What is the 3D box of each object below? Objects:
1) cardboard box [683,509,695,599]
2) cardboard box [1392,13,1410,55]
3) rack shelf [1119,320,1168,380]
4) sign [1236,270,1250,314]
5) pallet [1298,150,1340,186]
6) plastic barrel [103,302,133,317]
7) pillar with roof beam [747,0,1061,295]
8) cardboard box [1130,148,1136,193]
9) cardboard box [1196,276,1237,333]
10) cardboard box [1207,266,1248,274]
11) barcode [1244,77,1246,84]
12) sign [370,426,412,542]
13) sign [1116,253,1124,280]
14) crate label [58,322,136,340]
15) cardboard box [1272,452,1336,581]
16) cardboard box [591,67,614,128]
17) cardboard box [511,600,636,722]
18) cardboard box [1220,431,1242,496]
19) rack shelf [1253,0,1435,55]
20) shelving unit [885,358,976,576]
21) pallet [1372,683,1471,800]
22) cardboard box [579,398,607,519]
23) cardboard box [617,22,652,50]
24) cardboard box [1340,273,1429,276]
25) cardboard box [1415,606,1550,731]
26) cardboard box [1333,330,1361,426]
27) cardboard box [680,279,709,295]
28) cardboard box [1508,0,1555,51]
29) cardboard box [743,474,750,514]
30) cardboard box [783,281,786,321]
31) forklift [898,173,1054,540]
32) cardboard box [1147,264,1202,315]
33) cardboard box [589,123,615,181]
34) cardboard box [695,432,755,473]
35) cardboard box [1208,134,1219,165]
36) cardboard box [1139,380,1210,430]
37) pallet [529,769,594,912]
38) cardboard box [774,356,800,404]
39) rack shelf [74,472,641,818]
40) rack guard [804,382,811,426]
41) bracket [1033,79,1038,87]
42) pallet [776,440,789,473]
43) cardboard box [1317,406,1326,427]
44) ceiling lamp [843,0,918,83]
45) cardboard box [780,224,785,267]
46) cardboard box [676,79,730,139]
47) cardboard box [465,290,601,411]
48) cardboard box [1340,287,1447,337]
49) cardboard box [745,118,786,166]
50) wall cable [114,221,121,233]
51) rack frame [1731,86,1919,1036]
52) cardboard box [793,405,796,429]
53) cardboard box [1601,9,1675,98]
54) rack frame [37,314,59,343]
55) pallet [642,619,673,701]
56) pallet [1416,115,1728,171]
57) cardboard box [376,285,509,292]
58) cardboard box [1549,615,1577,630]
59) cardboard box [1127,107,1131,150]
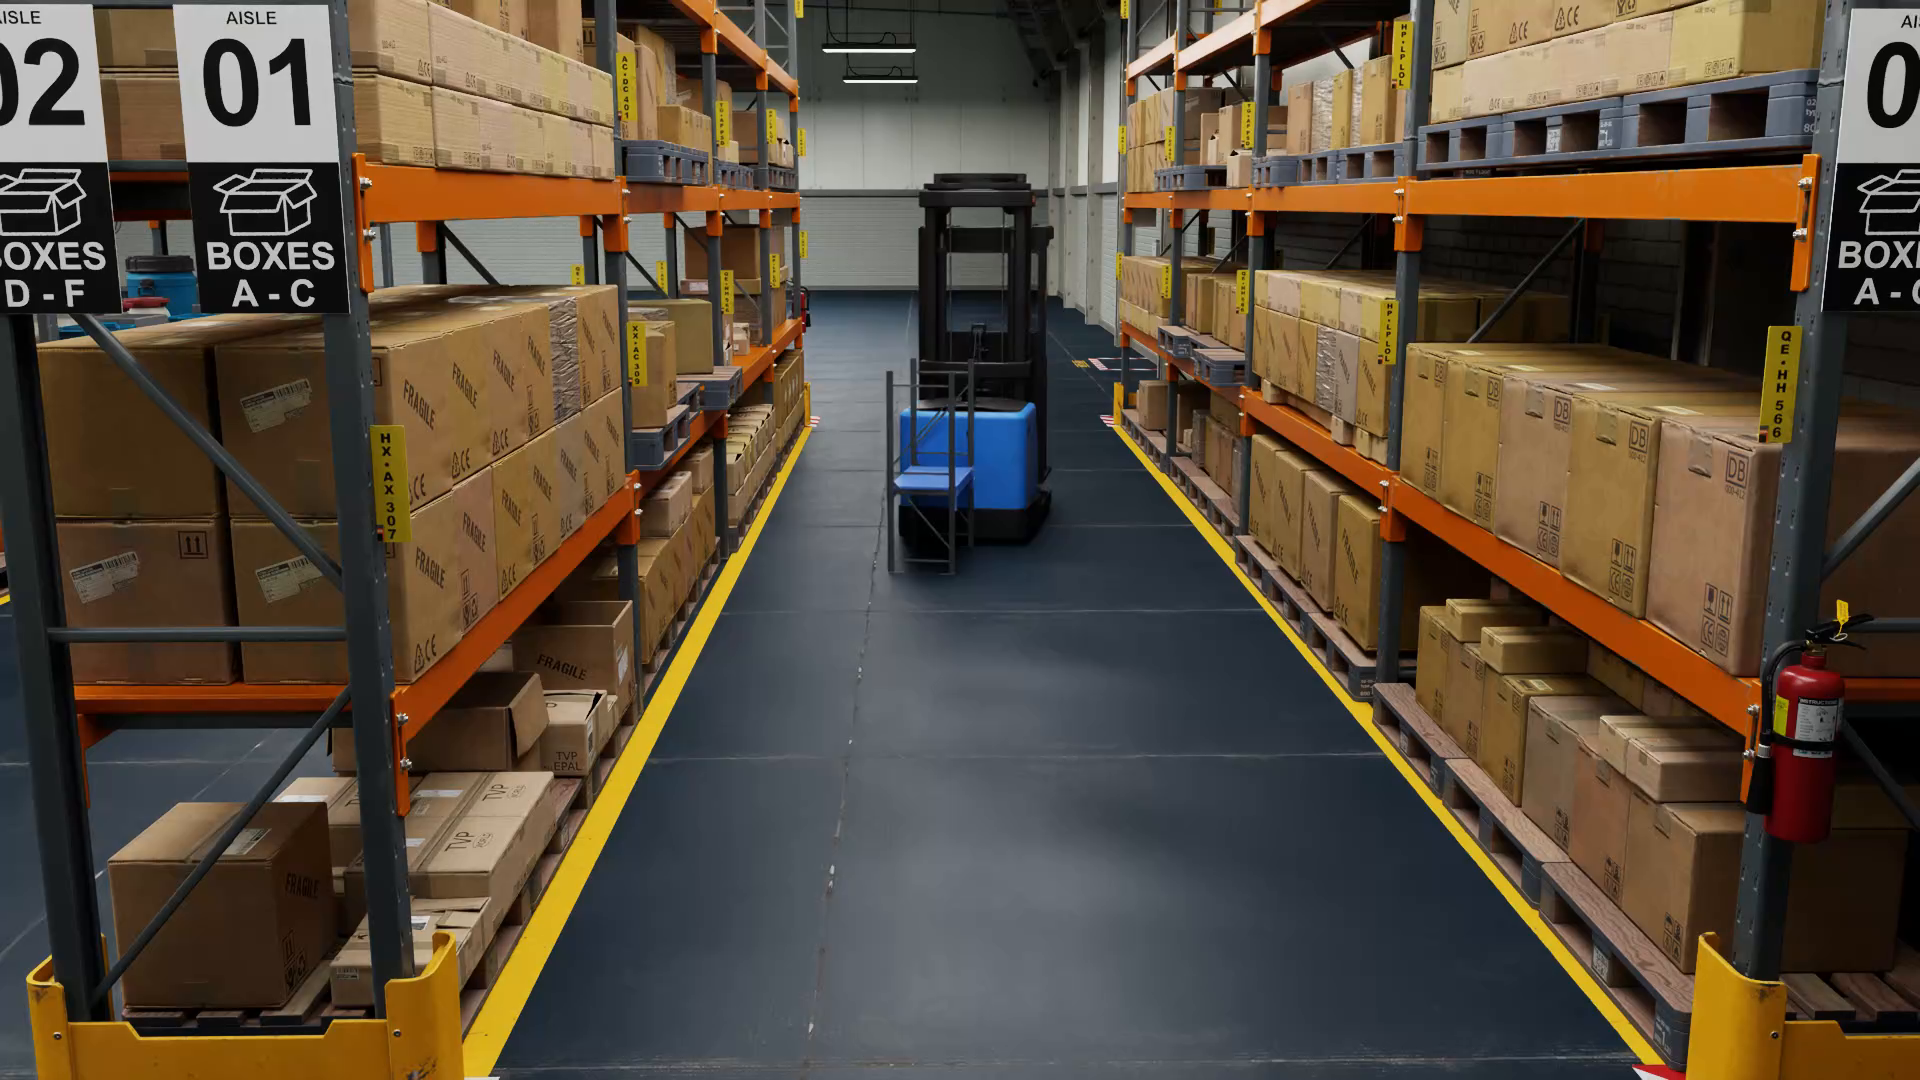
[{"bbox_3d":[-2.003,0.084,10.782,0.500,0.500,0.500,-1,11,-3],"label":"cardboard box"},{"bbox_3d":[2.838,-2.931,9.673,0.500,0.250,0.500,-1,11,-3],"label":"cardboard box"},{"bbox_3d":[2.545,-2.179,18.564,1.077,0.370,4.000,0,11,-1],"label":"rack shelf"},{"bbox_3d":[2.126,-1.863,12.486,0.100,0.325,0.005,0,11,-1],"label":"sign"},{"bbox_3d":[2.761,-2.366,10.609,1.003,0.211,1.213,0,11,1],"label":"pallet"},{"bbox_3d":[-7.503,-1.823,14.658,0.433,0.535,0.433,0,11,0],"label":"plastic barrel"},{"bbox_3d":[-1.541,-11.679,48.495,9.100,9.000,0.548,0,11,-1],"label":"pillar with roof beam"},{"bbox_3d":[2.236,-4.283,19.282,0.500,0.500,0.500,1,11,3],"label":"cardboard box"},{"bbox_3d":[2.567,-2.186,15.432,0.700,0.500,0.500,1,12,5],"label":"cardboard box"},{"bbox_3d":[2.785,-2.532,16.936,0.500,0.500,0.500,-1,11,-2],"label":"cardboard box"},{"bbox_3d":[2.987,-4.813,17.416,0.001,0.075,0.075,0,11,-1],"label":"barcode"},{"bbox_3d":[-1.576,-0.154,4.596,0.100,0.325,0.005,0,11,-1],"label":"sign"},{"bbox_3d":[1.961,-3.351,20.355,0.100,0.325,0.005,0,11,-1],"label":"sign"},{"bbox_3d":[-6.986,-1.514,13.388,0.502,0.435,0.616,0,11,-1],"label":"crate label"},{"bbox_3d":[2.564,-0.170,11.204,0.750,0.750,0.750,0,11,-1],"label":"cardboard box"},{"bbox_3d":[-1.920,-2.069,7.786,0.500,0.250,0.500,0,11,-1],"label":"cardboard box"},{"bbox_3d":[-1.906,0.599,8.242,0.500,0.500,0.500,0,11,-1],"label":"cardboard box"},{"bbox_3d":[2.669,-0.674,14.516,0.700,0.500,0.500,0,11,-1],"label":"cardboard box"},{"bbox_3d":[2.710,-3.333,10.169,1.077,0.370,4.000,0,11,-1],"label":"rack shelf"},{"bbox_3d":[-0.213,-0.582,12.654,0.538,1.500,1.048,2,12,8],"label":"shelving unit"},{"bbox_3d":[2.689,0.974,8.225,1.003,0.211,1.213,0,11,-1],"label":"pallet"},{"bbox_3d":[-1.922,-0.371,7.591,0.500,0.500,0.500,0,11,0],"label":"cardboard box"},{"bbox_3d":[-2.260,-3.037,10.675,0.500,0.500,0.500,0,11,-1],"label":"cardboard box"},{"bbox_3d":[2.944,-1.719,11.551,0.500,0.250,0.500,-1,11,-3],"label":"cardboard box"},{"bbox_3d":[2.664,0.625,8.166,0.700,0.500,0.500,0,11,0],"label":"cardboard box"},{"bbox_3d":[2.469,-0.940,9.600,0.500,0.500,0.500,0,11,-1],"label":"cardboard box"},{"bbox_3d":[-2.586,-2.533,16.617,0.380,0.149,0.250,0,11,-1],"label":"cardboard box"},{"bbox_3d":[2.518,-2.219,6.593,0.500,0.500,0.500,0,11,-1],"label":"cardboard box"},{"bbox_3d":[-2.012,-0.381,13.753,0.500,0.250,0.500,-1,11,-3],"label":"cardboard box"},{"bbox_3d":[-2.452,-2.864,19.881,0.700,0.500,0.500,0,11,-1],"label":"cardboard box"},{"bbox_3d":[0.226,-1.683,14.483,1.130,2.935,3.031,2,12,8],"label":"forklift"},{"bbox_3d":[2.251,-2.630,17.417,0.500,0.500,0.500,0,11,-1],"label":"cardboard box"},{"bbox_3d":[-1.925,-1.823,7.836,0.500,0.250,0.500,0,11,-1],"label":"cardboard box"},{"bbox_3d":[-2.029,-0.762,14.219,0.500,0.311,0.500,-1,11,-3],"label":"cardboard box"},{"bbox_3d":[2.530,-3.535,15.061,0.500,0.311,0.500,0,11,1],"label":"cardboard box"},{"bbox_3d":[2.405,-1.522,18.699,0.700,0.500,0.500,-1,12,-5],"label":"cardboard box"},{"bbox_3d":[-2.160,1.224,6.996,1.003,0.211,1.213,0,11,-1],"label":"pallet"},{"bbox_3d":[-2.105,-1.830,19.006,0.500,0.500,0.500,0,11,-1],"label":"cardboard box"},{"bbox_3d":[-2.160,0.228,6.702,1.077,0.370,4.000,0,11,-1],"label":"rack shelf"},{"bbox_3d":[-2.450,-1.688,20.620,1.175,0.500,0.348,0,11,-1],"label":"rack guard"},{"bbox_3d":[2.350,-14.013,50.946,0.235,0.232,0.430,0,11,-1],"label":"bracket"},{"bbox_3d":[-2.341,-0.904,17.486,1.003,0.211,1.213,0,11,-1],"label":"pallet"},{"bbox_3d":[2.485,-0.802,10.549,0.380,0.149,0.250,0,11,1],"label":"cardboard box"},{"bbox_3d":[-2.117,-13.769,44.115,2.000,3.185,0.800,0,11,-1],"label":"ceiling lamp"},{"bbox_3d":[-2.451,-3.489,19.700,0.700,0.500,0.500,0,11,-1],"label":"cardboard box"},{"bbox_3d":[-2.358,-3.847,14.867,0.500,0.500,0.500,1,12,4],"label":"cardboard box"},{"bbox_3d":[-1.919,-0.860,7.489,0.500,0.500,0.500,0,11,-2],"label":"cardboard box"},{"bbox_3d":[2.485,-1.309,9.532,0.500,0.250,0.500,0,11,0],"label":"cardboard box"},{"bbox_3d":[-2.275,-4.236,17.681,0.797,0.503,0.637,1,12,5],"label":"cardboard box"},{"bbox_3d":[-27.469,-10.637,51.166,3.097,2.526,0.112,0,11,-1],"label":"wall cable"},{"bbox_3d":[2.834,0.252,4.775,1.000,3.000,0.127,0,11,-1],"label":"rack frame"},{"bbox_3d":[-2.100,-1.363,18.591,0.500,0.250,0.500,0,11,-1],"label":"cardboard box"},{"bbox_3d":[2.541,-1.648,5.662,0.500,0.250,0.500,-1,11,-3],"label":"cardboard box"},{"bbox_3d":[-7.236,-1.298,12.413,1.000,3.000,0.127,0,11,-1],"label":"rack frame"},{"bbox_3d":[-2.256,0.683,9.664,1.003,0.211,1.213,0,11,-1],"label":"pallet"},{"bbox_3d":[2.758,-1.807,7.603,1.003,0.211,1.213,0,11,-1],"label":"pallet"},{"bbox_3d":[-2.473,-0.967,8.013,0.500,0.500,0.500,0,11,0],"label":"cardboard box"},{"bbox_3d":[2.879,0.434,7.473,0.380,0.149,0.250,-1,11,-3],"label":"cardboard box"},{"bbox_3d":[2.269,-4.870,19.660,0.500,0.500,0.500,-1,12,-5],"label":"cardboard box"}]
